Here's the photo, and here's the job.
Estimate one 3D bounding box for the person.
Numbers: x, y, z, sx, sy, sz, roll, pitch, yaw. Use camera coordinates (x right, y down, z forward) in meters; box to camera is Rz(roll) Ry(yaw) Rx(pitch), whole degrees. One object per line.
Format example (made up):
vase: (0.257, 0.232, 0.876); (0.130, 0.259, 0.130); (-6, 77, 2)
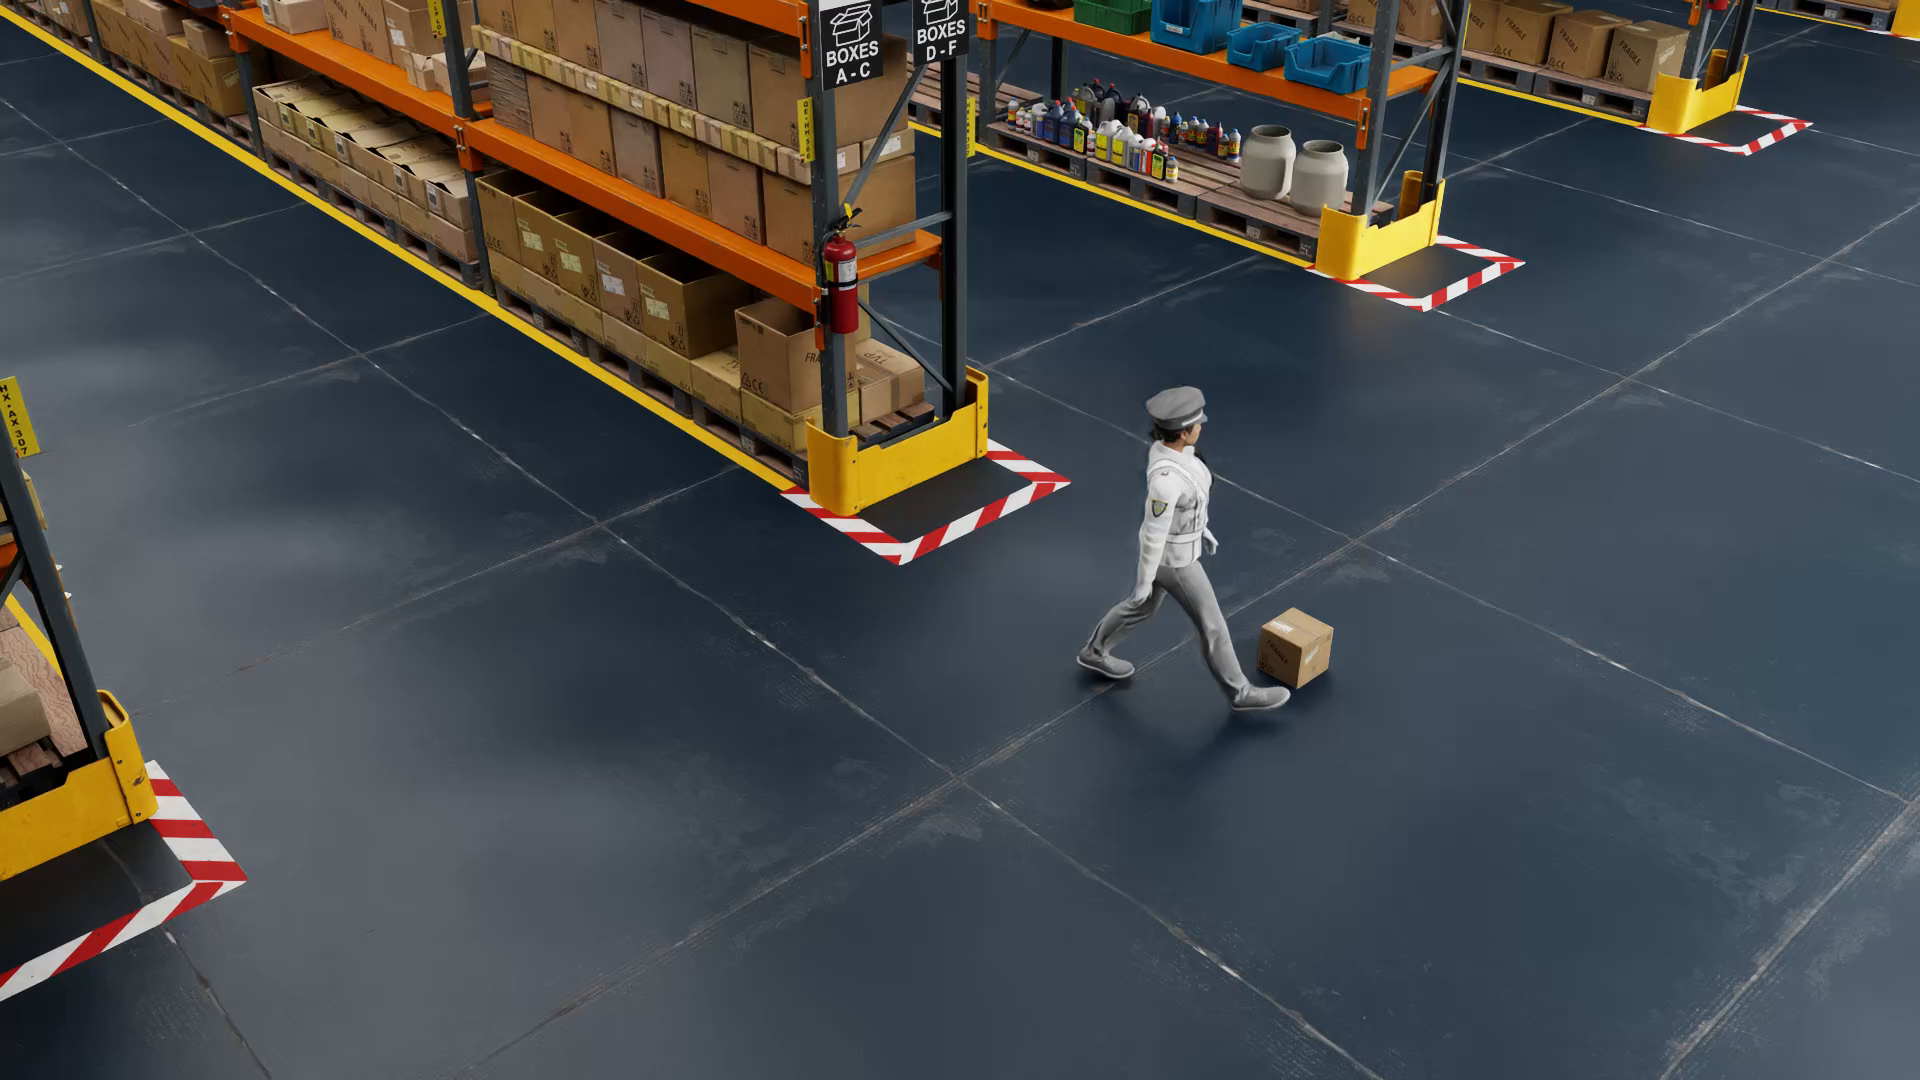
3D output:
person: (1.067, 0.038, 7.634); (1.013, 1.607, 0.514); (3, 32, 5)
